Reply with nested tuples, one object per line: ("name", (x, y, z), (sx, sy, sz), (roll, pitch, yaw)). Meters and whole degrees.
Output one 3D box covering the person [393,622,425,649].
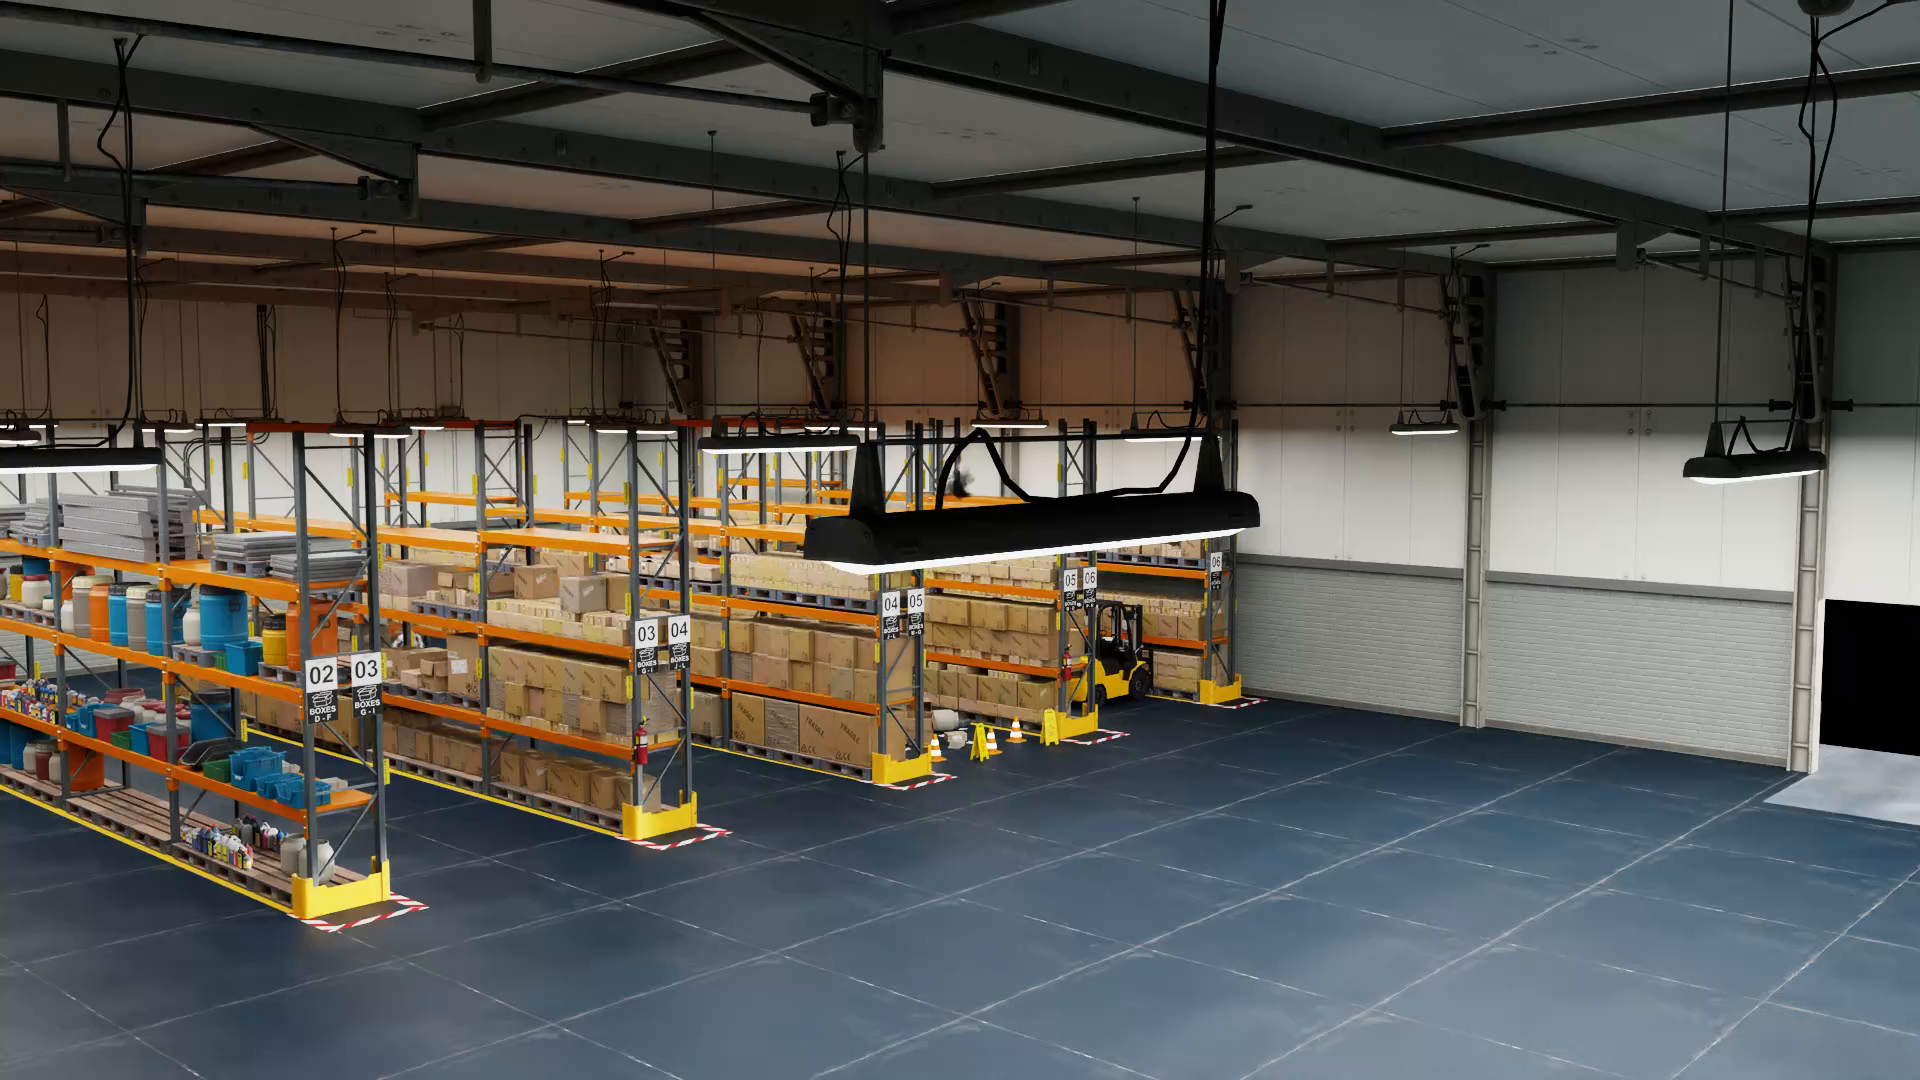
("person", (-11.752, 2.594, 35.603), (0.580, 1.761, 0.751), (-5, 7, -44))
